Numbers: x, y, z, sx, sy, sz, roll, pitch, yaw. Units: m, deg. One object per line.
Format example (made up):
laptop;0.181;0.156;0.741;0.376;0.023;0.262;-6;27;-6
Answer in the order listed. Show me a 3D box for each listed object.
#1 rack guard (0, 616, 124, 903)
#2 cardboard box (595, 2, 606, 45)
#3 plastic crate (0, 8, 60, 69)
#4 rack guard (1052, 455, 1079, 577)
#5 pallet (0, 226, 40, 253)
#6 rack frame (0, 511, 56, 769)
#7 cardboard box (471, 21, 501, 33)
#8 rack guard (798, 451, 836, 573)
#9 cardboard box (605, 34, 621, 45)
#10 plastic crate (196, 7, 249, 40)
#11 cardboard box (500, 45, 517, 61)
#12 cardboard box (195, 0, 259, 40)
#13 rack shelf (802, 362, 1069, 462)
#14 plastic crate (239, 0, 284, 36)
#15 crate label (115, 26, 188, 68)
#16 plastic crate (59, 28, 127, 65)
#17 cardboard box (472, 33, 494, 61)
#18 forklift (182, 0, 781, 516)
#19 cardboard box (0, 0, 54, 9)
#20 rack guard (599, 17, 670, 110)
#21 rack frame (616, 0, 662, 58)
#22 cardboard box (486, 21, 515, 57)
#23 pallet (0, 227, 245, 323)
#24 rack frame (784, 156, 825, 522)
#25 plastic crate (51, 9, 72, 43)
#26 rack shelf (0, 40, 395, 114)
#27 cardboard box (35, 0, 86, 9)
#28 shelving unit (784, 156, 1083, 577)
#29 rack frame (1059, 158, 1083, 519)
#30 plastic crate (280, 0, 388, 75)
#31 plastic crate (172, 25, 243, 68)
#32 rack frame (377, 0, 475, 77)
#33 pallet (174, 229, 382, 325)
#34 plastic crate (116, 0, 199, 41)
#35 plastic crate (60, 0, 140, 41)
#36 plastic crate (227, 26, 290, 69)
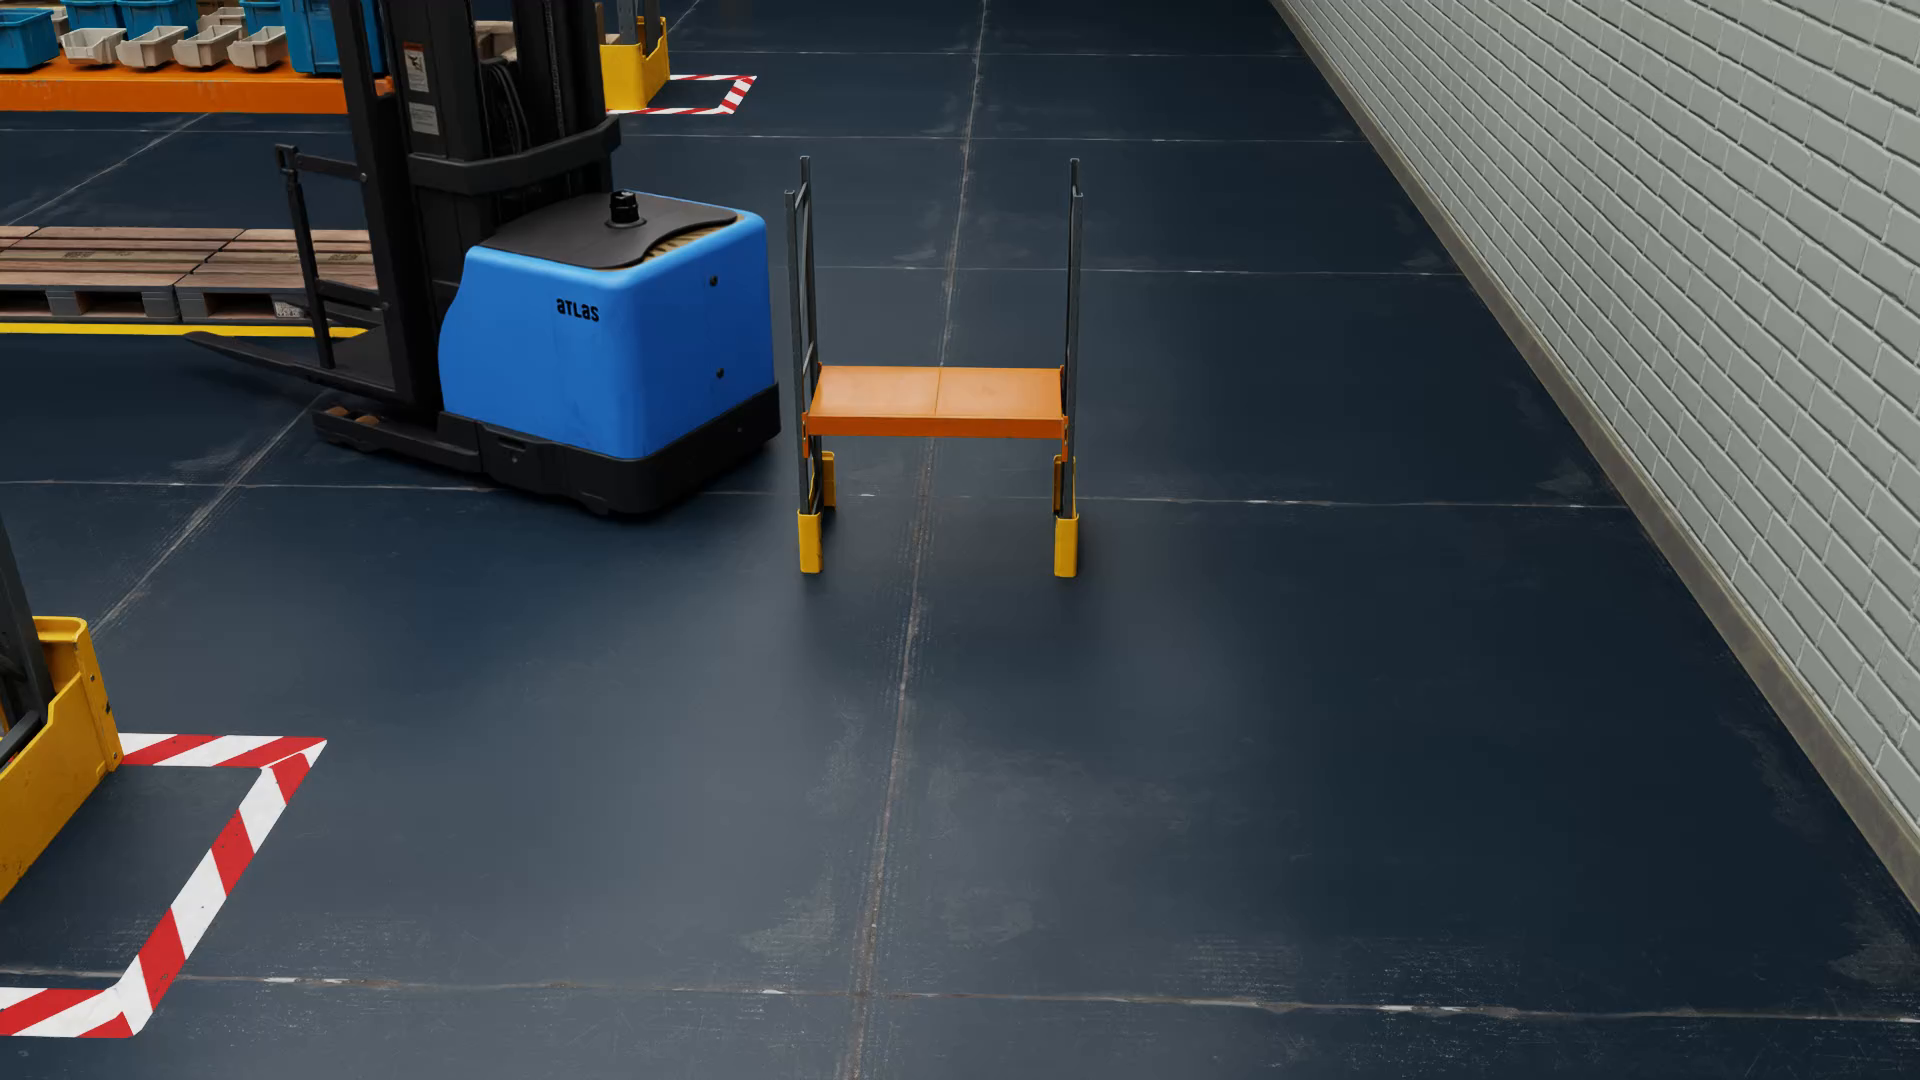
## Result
rack guard;-2.910;0.736;4.828;0.348;0.500;1.175;1;28;2
cardboard box;-3.133;-3.989;13.272;0.500;0.500;0.500;1;28;2
plastic crate;-4.821;-2.553;8.479;0.300;0.233;0.416;1;28;2
rack guard;0.421;-0.103;6.678;0.087;0.250;0.587;1;28;2
pallet;-6.021;-1.527;9.405;1.213;0.211;1.003;1;28;2
rack frame;-2.934;-0.369;4.243;0.127;3.000;1.000;1;28;2
cardboard box;-4.114;-4.143;13.829;0.500;0.250;0.500;1;28;2
rack guard;-0.574;-0.120;6.709;0.087;0.250;0.587;1;28;2
cardboard box;-2.987;-4.108;13.871;0.250;0.149;0.380;1;28;2
plastic crate;-3.990;-2.810;9.067;0.298;0.136;0.250;1;28;2
cardboard box;-3.534;-3.891;13.442;0.250;0.166;0.380;1;28;2
cardboard box;-5.999;-4.285;13.830;0.500;0.500;0.500;1;28;2
rack shelf;-0.085;-0.505;6.486;1.000;0.185;0.538;1;28;2
plastic crate;-3.652;-2.809;8.960;0.300;0.233;0.416;1;28;2
crate label;-4.149;-2.530;8.538;0.243;0.136;0.396;1;28;2
plastic crate;-4.446;-2.527;8.531;0.250;0.136;0.298;1;28;2
cardboard box;-4.081;-3.908;13.386;0.500;0.250;0.500;1;28;2
forklift;-2.347;-1.885;7.177;3.031;2.935;1.130;15;31;26
cardboard box;-7.575;-4.048;13.382;0.500;0.500;0.500;1;28;2
rack guard;-2.657;-3.902;13.578;0.348;0.500;1.175;1;28;2
rack frame;-2.581;-5.006;12.990;0.127;3.000;1.000;1;28;2
cardboard box;-3.614;-4.135;13.814;0.500;0.250;0.500;1;28;2
pallet;-4.798;-1.508;9.370;1.213;0.211;1.003;1;28;2
rack frame;-0.593;-0.672;6.417;0.032;1.500;0.500;1;28;2
plastic crate;-5.006;-2.775;9.000;0.466;0.136;0.293;1;28;2
rack shelf;-4.758;-2.402;8.847;4.000;0.370;1.077;1;28;2
cardboard box;-7.082;-4.036;13.359;0.500;0.500;0.500;1;28;2
shelving unit;-0.076;-0.664;6.401;1.083;1.500;0.587;1;28;2
rack frame;0.423;-0.656;6.386;0.032;1.500;0.500;1;28;2
plastic crate;-3.101;-2.647;8.439;0.499;0.435;0.616;1;28;2
plastic crate;-3.870;-2.537;8.551;0.243;0.136;0.396;1;28;2
rack frame;-2.759;-2.687;8.616;0.127;3.000;1.000;1;28;2
pallet;-3.582;-1.487;9.329;1.213;0.211;1.003;1;28;2
plastic crate;-4.310;-2.820;8.981;0.300;0.233;0.416;1;28;2
plastic crate;-4.610;-2.824;8.990;0.300;0.233;0.416;1;28;2
plastic crate;-3.581;-2.526;8.529;0.243;0.136;0.396;1;28;2
